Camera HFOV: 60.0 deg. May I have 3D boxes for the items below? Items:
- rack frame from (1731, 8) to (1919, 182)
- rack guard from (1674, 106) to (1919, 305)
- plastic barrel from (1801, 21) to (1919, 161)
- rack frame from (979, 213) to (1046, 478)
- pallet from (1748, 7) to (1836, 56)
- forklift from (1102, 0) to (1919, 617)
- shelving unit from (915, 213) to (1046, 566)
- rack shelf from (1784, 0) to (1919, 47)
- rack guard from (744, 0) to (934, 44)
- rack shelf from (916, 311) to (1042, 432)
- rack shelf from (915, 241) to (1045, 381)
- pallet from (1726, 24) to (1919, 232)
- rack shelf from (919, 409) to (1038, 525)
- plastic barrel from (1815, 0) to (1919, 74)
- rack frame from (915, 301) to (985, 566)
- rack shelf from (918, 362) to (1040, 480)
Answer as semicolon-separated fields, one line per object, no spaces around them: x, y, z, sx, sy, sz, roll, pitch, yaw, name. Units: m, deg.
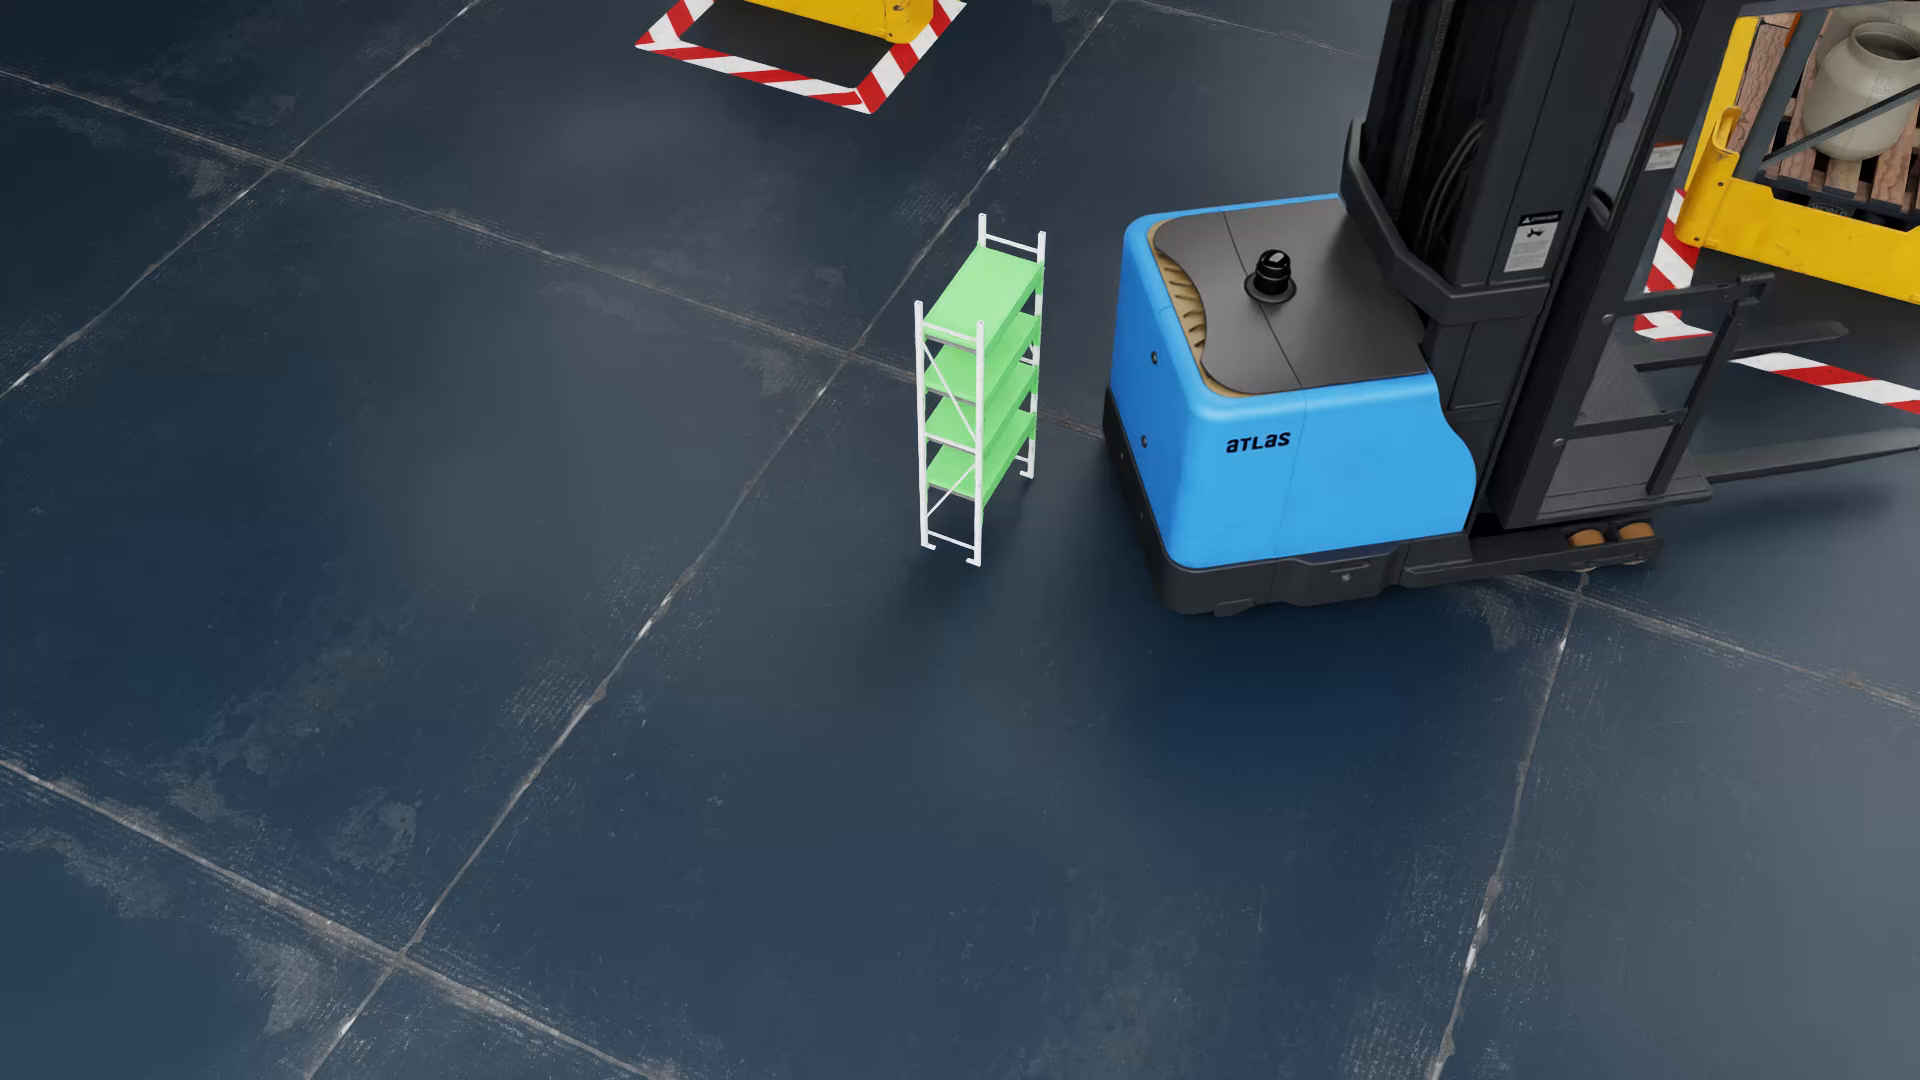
3.771;-2.164;6.122;1.000;3.000;0.127;20;52;16;rack frame
3.761;-1.422;7.131;1.175;0.500;0.348;20;52;16;rack guard
3.983;-1.972;7.316;0.421;0.512;0.421;0;50;0;plastic barrel
0.175;-0.671;6.033;0.240;1.200;0.015;20;52;16;rack frame
4.635;-2.723;8.428;1.003;0.211;1.213;20;52;16;pallet
2.126;-1.223;5.366;3.031;2.935;1.130;-8;50;-7;forklift
0.071;-0.503;5.890;0.258;1.200;0.503;20;52;16;shelving unit
4.625;-3.308;7.568;1.077;0.370;4.000;20;52;16;rack shelf
-0.716;-2.952;8.433;1.175;0.500;0.348;20;52;16;rack guard
0.071;-0.617;5.756;0.258;0.148;0.480;20;52;16;rack shelf
0.071;-0.772;5.573;0.258;0.148;0.480;20;52;16;rack shelf
4.113;-1.886;7.716;1.003;0.211;1.213;20;52;16;pallet
0.071;-0.306;6.121;0.258;0.148;0.480;20;52;16;rack shelf
4.197;-2.317;7.610;0.421;0.512;0.421;0;50;0;plastic barrel
-0.034;-0.335;5.747;0.240;1.200;0.015;20;52;16;rack frame
0.071;-0.461;5.939;0.258;0.148;0.480;20;52;16;rack shelf
